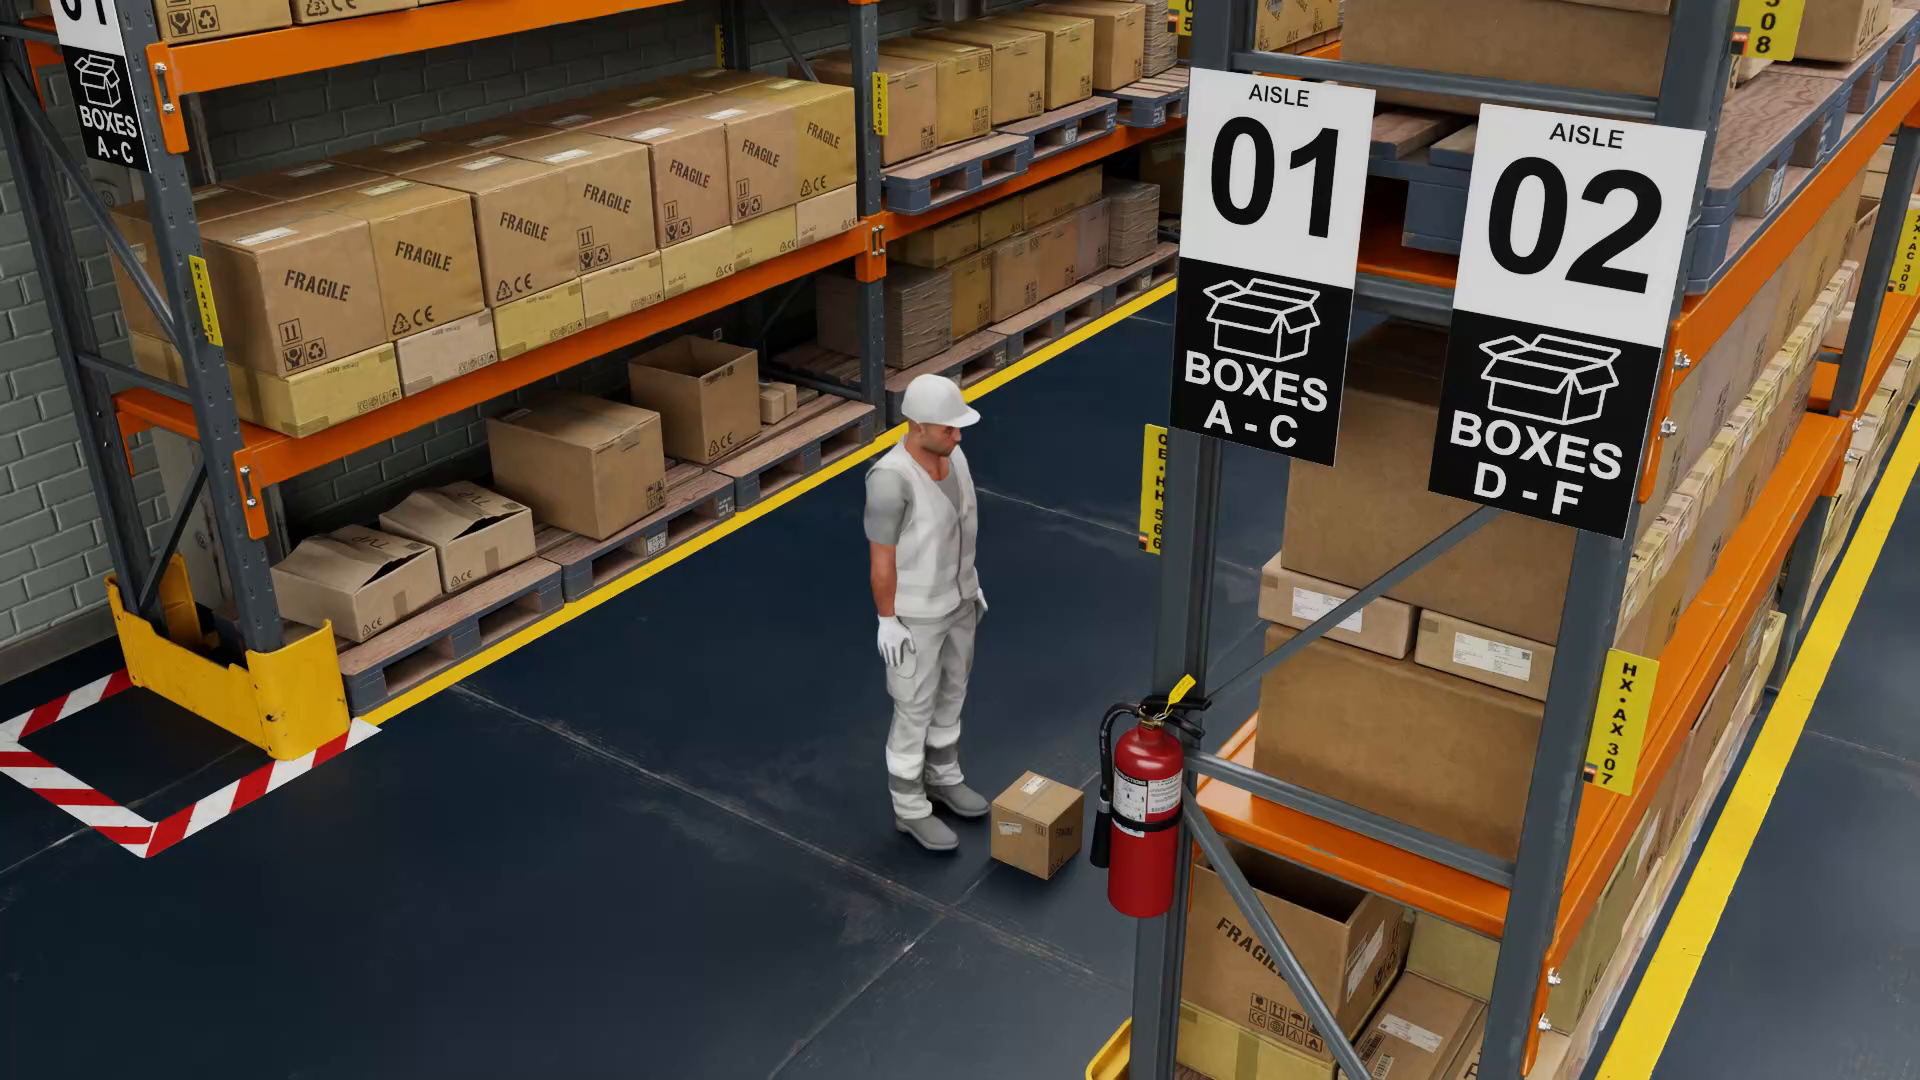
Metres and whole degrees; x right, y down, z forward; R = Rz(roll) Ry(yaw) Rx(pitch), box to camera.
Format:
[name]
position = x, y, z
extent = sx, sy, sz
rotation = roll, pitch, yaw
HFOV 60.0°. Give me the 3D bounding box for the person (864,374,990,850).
[person]
position = -0.076, 0.248, 6.068
extent = 0.413, 1.788, 0.535
rotation = 17, 32, 31
